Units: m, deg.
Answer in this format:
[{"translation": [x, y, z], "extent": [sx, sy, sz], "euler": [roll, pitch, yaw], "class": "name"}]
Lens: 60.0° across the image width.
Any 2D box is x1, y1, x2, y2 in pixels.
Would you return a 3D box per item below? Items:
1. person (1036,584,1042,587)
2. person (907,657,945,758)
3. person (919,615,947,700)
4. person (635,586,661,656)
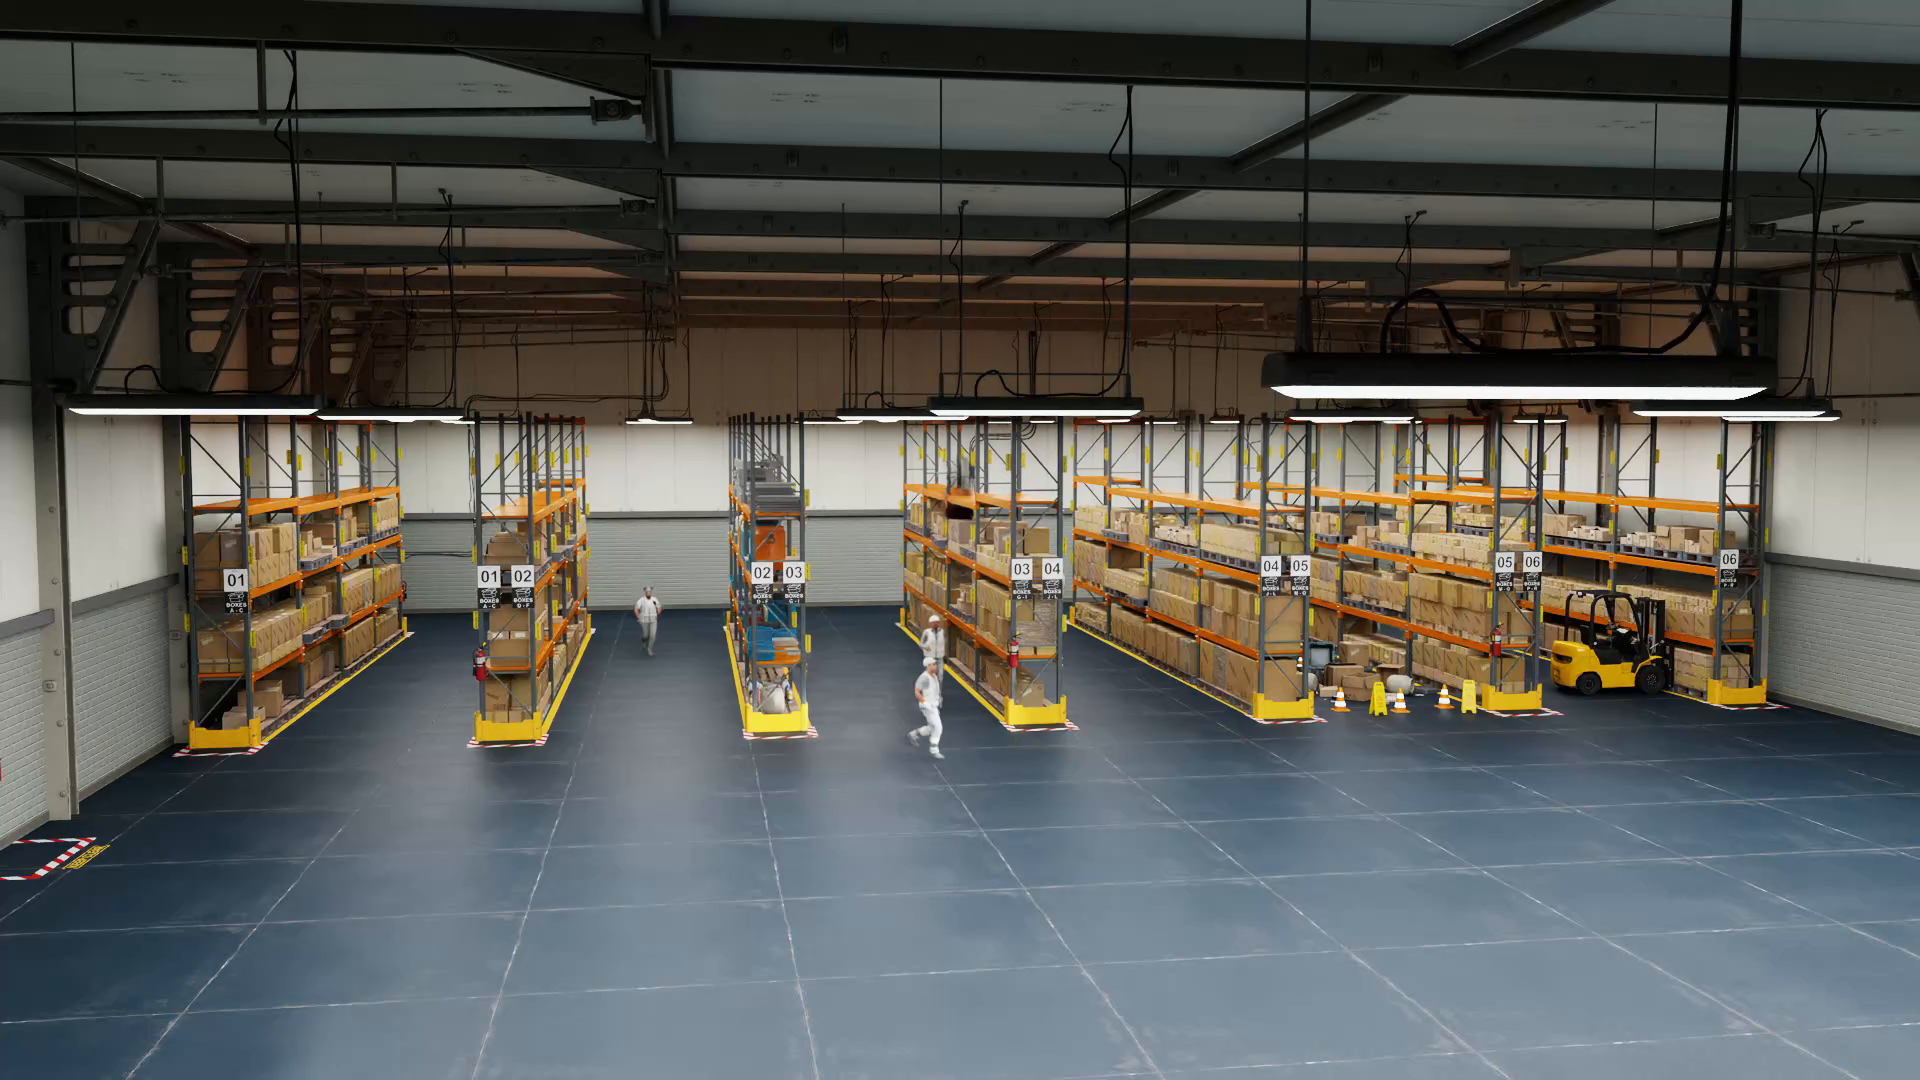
[{"translation": [2.115, 1.676, 47.745], "extent": [0.649, 1.622, 0.775], "euler": [2, 4, 21], "class": "person"}, {"translation": [-0.606, 2.902, 28.898], "extent": [0.740, 1.770, 0.680], "euler": [1, 4, 20], "class": "person"}, {"translation": [-0.557, 2.452, 35.119], "extent": [0.646, 1.764, 0.927], "euler": [-1, 4, -16], "class": "person"}, {"translation": [-7.833, 2.024, 41.796], "extent": [0.651, 1.746, 0.603], "euler": [-1, 4, -20], "class": "person"}]
